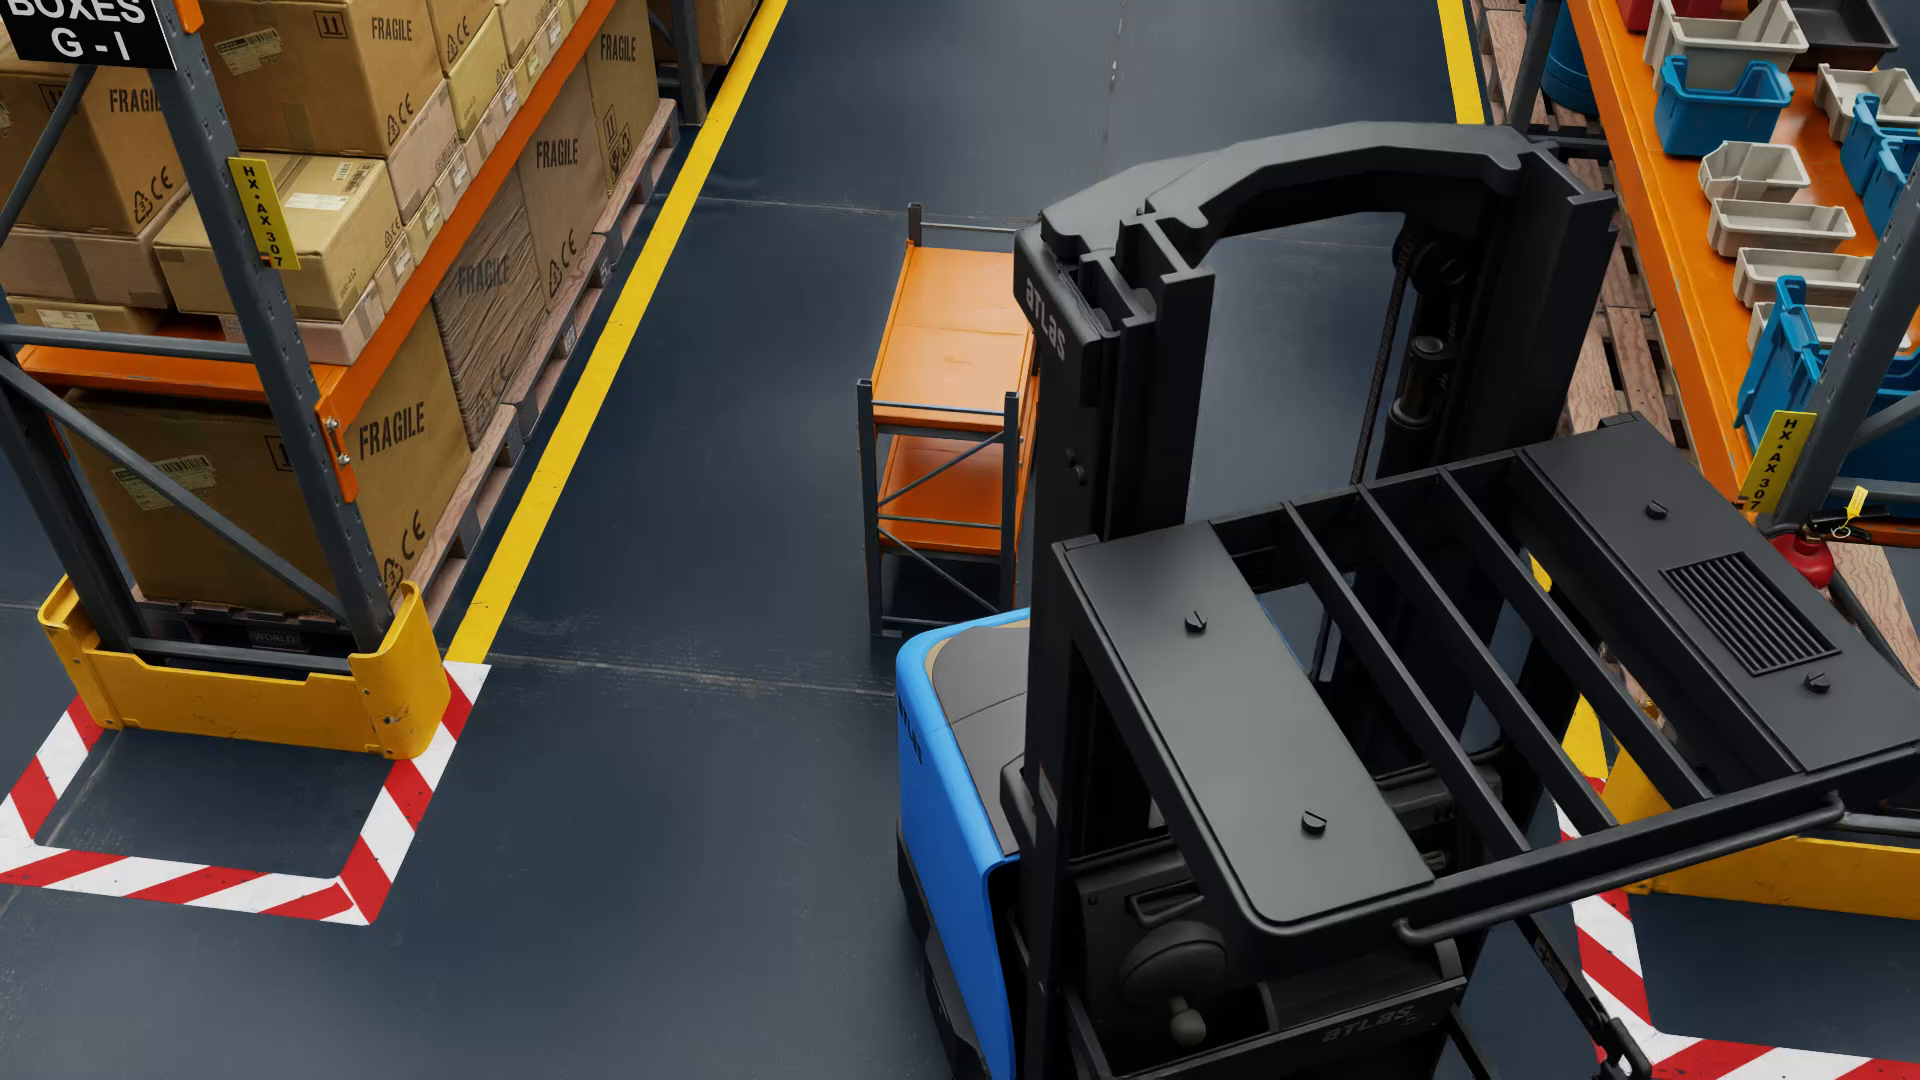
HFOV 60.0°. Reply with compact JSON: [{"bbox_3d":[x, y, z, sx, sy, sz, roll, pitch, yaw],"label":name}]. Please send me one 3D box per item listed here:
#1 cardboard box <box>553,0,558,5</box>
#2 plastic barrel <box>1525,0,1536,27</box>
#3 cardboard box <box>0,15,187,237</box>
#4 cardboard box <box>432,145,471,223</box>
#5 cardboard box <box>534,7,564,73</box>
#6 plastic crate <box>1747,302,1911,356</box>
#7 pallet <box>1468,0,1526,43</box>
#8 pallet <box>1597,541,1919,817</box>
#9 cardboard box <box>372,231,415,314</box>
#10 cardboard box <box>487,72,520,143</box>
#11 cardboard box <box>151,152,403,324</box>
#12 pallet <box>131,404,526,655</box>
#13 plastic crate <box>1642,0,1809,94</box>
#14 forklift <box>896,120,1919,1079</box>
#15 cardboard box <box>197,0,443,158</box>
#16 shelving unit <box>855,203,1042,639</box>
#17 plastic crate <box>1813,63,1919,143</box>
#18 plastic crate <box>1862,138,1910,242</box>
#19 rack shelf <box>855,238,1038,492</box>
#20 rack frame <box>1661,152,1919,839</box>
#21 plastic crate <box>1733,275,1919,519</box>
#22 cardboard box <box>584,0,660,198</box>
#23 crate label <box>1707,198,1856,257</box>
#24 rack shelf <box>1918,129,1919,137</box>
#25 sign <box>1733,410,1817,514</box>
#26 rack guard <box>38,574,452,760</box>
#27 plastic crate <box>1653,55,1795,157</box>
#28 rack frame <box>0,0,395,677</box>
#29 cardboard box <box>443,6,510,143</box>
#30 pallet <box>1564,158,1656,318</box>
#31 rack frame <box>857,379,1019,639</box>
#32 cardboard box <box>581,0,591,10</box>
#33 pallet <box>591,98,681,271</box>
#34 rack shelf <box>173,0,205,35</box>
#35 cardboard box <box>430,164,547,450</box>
[{"bbox_3d":[-1.733,-2.298,6.388,0.500,0.250,0.500,6,44,6],"label":"cardboard box"},{"bbox_3d":[3.291,-3.062,8.523,0.600,0.901,0.708,5,44,6],"label":"plastic barrel"},{"bbox_3d":[-2.526,-1.225,4.710,0.500,0.500,0.500,6,44,6],"label":"cardboard box"},{"bbox_3d":[-1.857,-1.192,5.510,0.380,0.149,0.250,5,44,5],"label":"cardboard box"},{"bbox_3d":[-1.721,-1.892,6.249,0.380,0.149,0.250,6,44,6],"label":"cardboard box"},{"bbox_3d":[2.508,-0.592,4.841,0.396,0.136,0.243,5,44,6],"label":"plastic crate"},{"bbox_3d":[3.410,-3.163,9.437,1.003,0.211,1.213,5,44,6],"label":"pallet"},{"bbox_3d":[2.727,0.361,5.716,1.003,0.211,1.213,5,44,6],"label":"pallet"},{"bbox_3d":[-1.924,-0.839,5.138,0.380,0.149,0.250,5,44,5],"label":"cardboard box"},{"bbox_3d":[-1.789,-1.541,5.878,0.380,0.149,0.250,5,44,5],"label":"cardboard box"},{"bbox_3d":[-1.999,-0.900,4.911,0.500,0.250,0.500,4,44,4],"label":"cardboard box"},{"bbox_3d":[-2.302,-0.083,6.184,1.003,0.211,1.213,5,44,6],"label":"pallet"},{"bbox_3d":[2.724,-1.774,5.985,0.437,0.282,0.530,5,44,6],"label":"plastic crate"},{"bbox_3d":[0.752,0.836,3.235,1.130,2.935,3.031,-13,45,-13],"label":"forklift"},{"bbox_3d":[-1.933,-1.513,5.013,0.500,0.500,0.500,4,44,4],"label":"cardboard box"},{"bbox_3d":[-0.001,-0.404,5.858,0.538,1.125,1.048,5,44,6],"label":"shelving unit"},{"bbox_3d":[3.176,-1.531,5.834,0.293,0.136,0.466,5,44,6],"label":"plastic crate"},{"bbox_3d":[3.112,-1.090,5.298,0.416,0.233,0.300,5,44,6],"label":"plastic crate"},{"bbox_3d":[-0.001,-0.616,5.657,0.538,0.278,1.000,5,44,6],"label":"rack shelf"},{"bbox_3d":[2.579,-0.093,4.167,1.000,3.000,0.127,5,44,6],"label":"rack frame"},{"bbox_3d":[2.438,-0.373,4.393,0.616,0.435,0.499,5,44,6],"label":"plastic crate"},{"bbox_3d":[-1.968,-2.208,7.640,0.875,0.875,0.875,5,44,6],"label":"cardboard box"},{"bbox_3d":[2.573,-0.980,5.251,0.396,0.136,0.243,5,44,6],"label":"crate label"},{"bbox_3d":[2.844,-2.284,4.823,1.077,0.370,4.000,5,44,6],"label":"rack shelf"},{"bbox_3d":[2.032,-0.192,4.152,0.100,0.325,0.005,5,44,6],"label":"sign"},{"bbox_3d":[-2.333,0.380,5.485,1.175,0.500,0.348,5,44,6],"label":"rack guard"},{"bbox_3d":[2.597,-1.477,5.707,0.416,0.233,0.300,5,44,6],"label":"plastic crate"},{"bbox_3d":[-2.330,-0.544,4.643,1.000,3.000,0.127,5,44,6],"label":"rack frame"},{"bbox_3d":[-1.867,-1.597,5.647,0.500,0.250,0.500,4,44,4],"label":"cardboard box"},{"bbox_3d":[3.049,-1.302,7.472,1.003,0.211,1.213,5,44,6],"label":"pallet"},{"bbox_3d":[-0.068,-0.057,5.493,0.500,1.125,0.032,5,44,6],"label":"rack frame"},{"bbox_3d":[-1.653,-2.240,6.616,0.380,0.149,0.250,6,44,6],"label":"cardboard box"},{"bbox_3d":[-1.979,-1.746,7.941,1.003,0.211,1.213,5,44,6],"label":"pallet"},{"bbox_3d":[-2.066,-2.735,5.298,1.077,0.370,4.000,5,44,6],"label":"rack shelf"},{"bbox_3d":[-2.205,-0.988,6.352,0.875,0.875,0.875,5,44,6],"label":"cardboard box"}]
